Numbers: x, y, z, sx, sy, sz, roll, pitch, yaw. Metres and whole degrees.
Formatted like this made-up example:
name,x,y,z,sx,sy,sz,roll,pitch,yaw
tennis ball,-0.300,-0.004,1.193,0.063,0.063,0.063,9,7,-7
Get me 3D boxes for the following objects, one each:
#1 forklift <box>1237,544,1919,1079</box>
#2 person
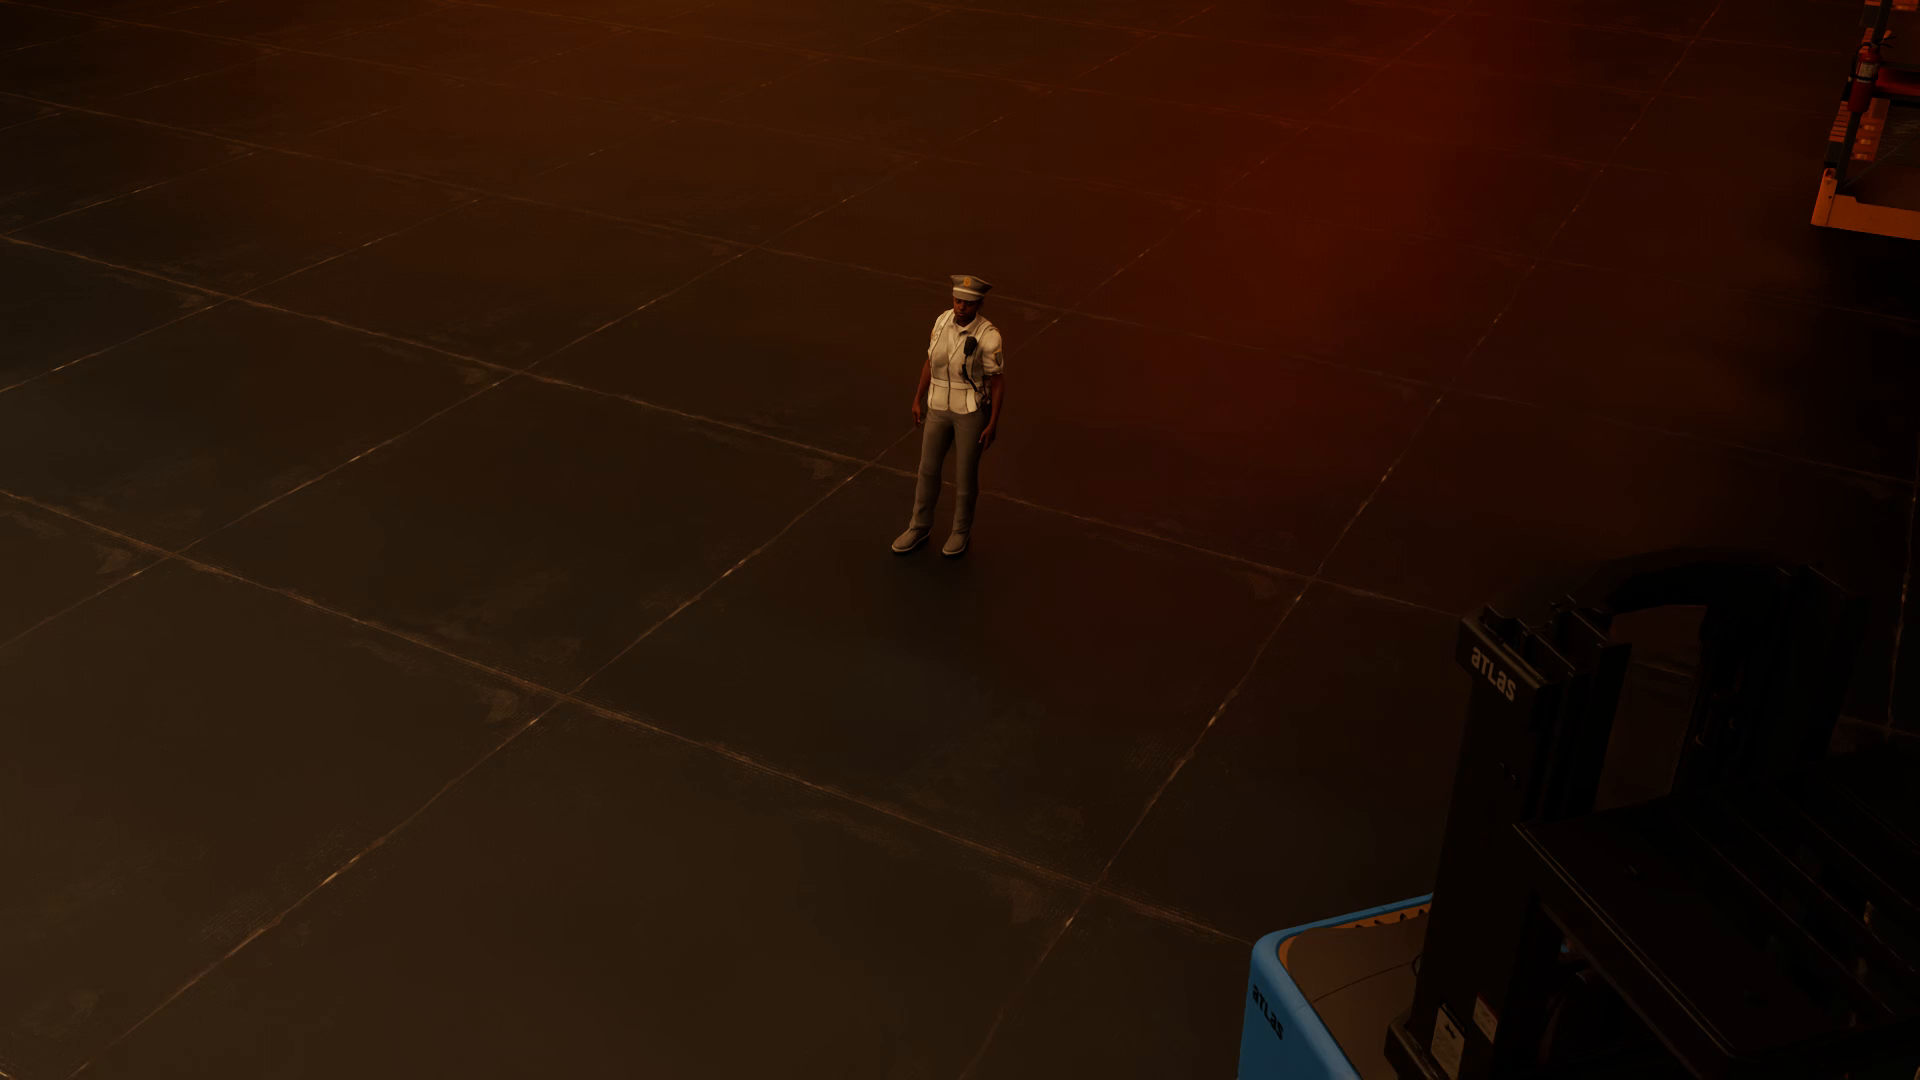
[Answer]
name,x,y,z,sx,sy,sz,roll,pitch,yaw
forklift,1.896,1.612,4.277,1.130,2.935,3.031,-9,31,-16
person,-0.054,-0.712,9.527,0.569,1.694,0.530,15,33,25
